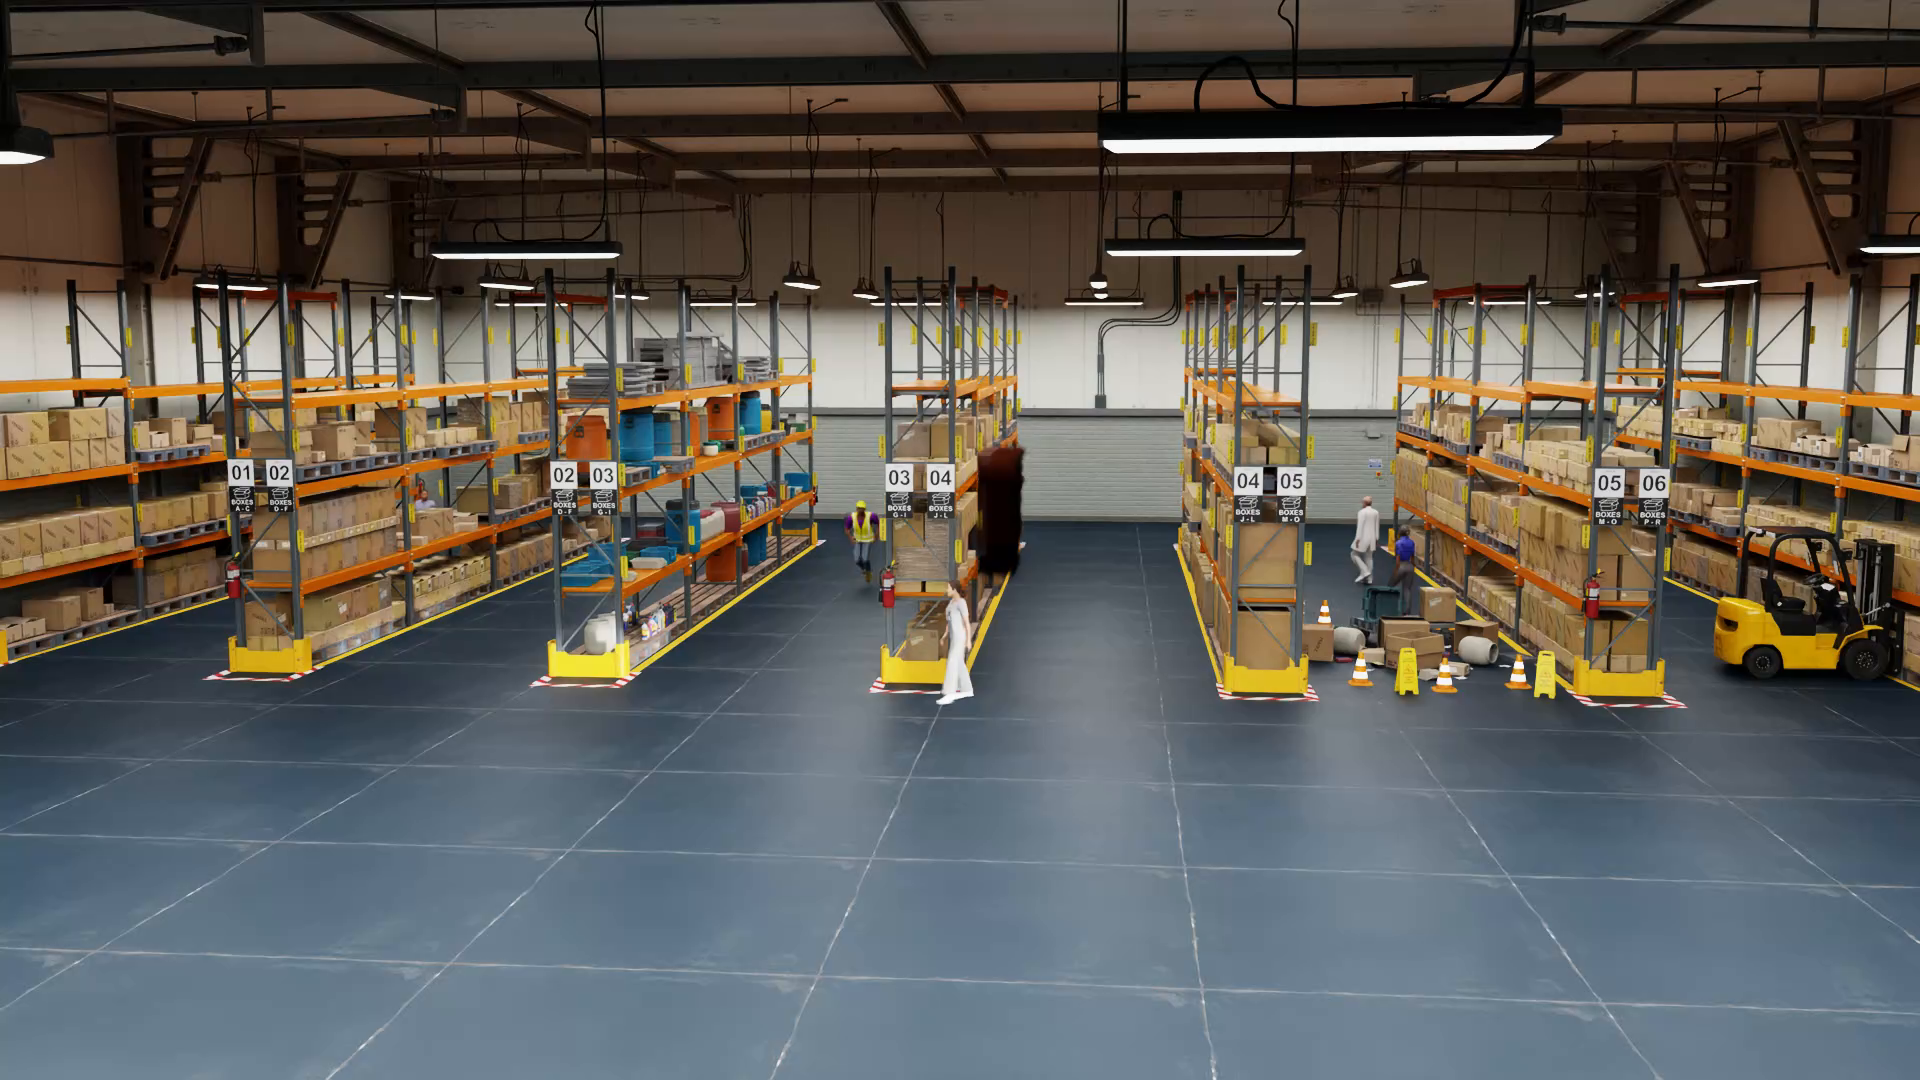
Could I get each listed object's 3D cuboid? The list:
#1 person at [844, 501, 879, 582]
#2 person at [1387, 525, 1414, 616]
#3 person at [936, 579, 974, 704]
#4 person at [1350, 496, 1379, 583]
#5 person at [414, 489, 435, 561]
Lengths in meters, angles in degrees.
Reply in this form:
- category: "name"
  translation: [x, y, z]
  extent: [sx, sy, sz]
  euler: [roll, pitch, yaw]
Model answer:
- category: "person"
  translation: [-1.935, 0.022, 33.179]
  extent: [0.706, 1.656, 0.711]
  euler: [2, 7, 13]
- category: "person"
  translation: [7.962, 0.559, 29.886]
  extent: [0.475, 1.665, 0.434]
  euler: [-3, 7, -20]
- category: "person"
  translation: [-0.094, 1.393, 23.071]
  extent: [0.601, 1.685, 0.546]
  euler: [-2, 7, -14]
- category: "person"
  translation: [8.315, -0.003, 33.956]
  extent: [0.638, 1.779, 0.539]
  euler: [-4, 8, -31]
- category: "person"
  translation: [-12.088, -0.366, 37.574]
  extent: [0.458, 1.587, 1.043]
  euler: [1, 7, 5]
